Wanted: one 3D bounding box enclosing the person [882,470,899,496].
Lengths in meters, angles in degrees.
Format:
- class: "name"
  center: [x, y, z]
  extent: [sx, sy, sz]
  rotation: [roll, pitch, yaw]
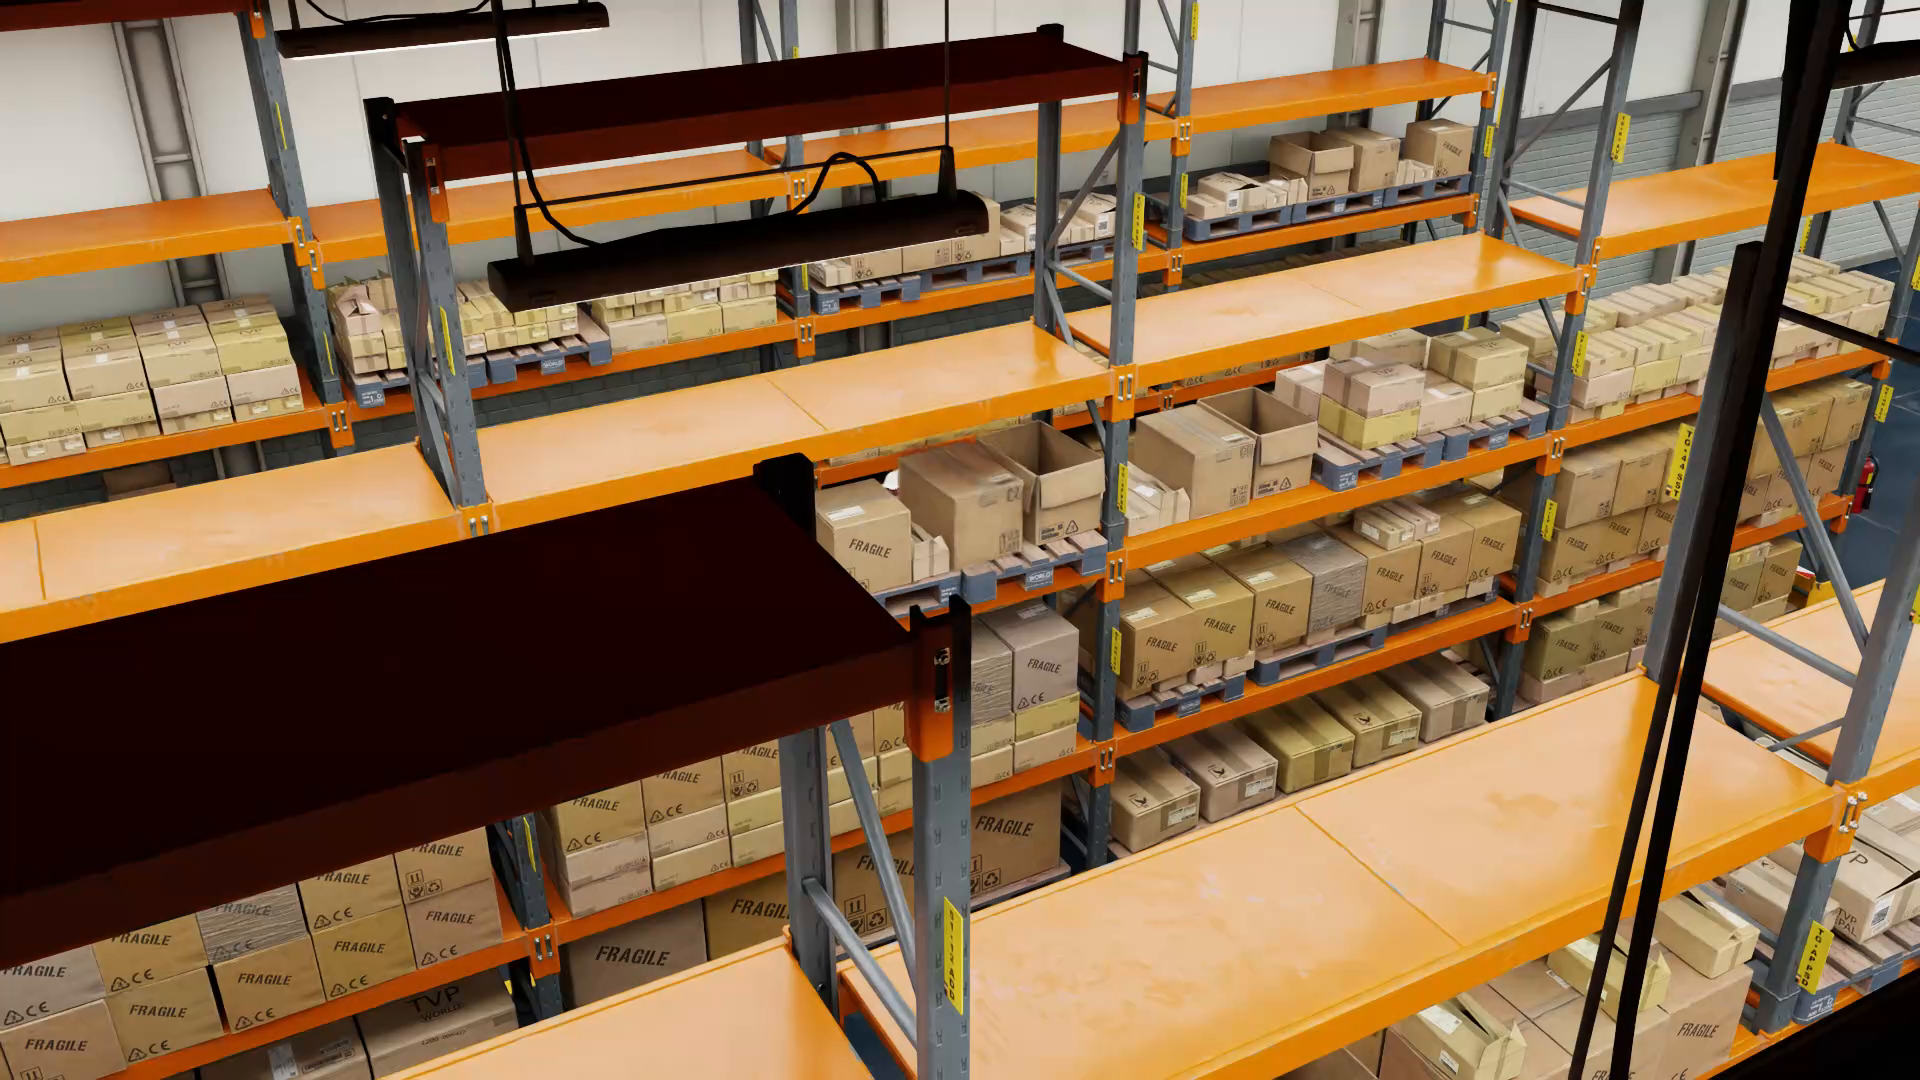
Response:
- class: "person"
  center: [-0.489, 0.181, 14.806]
  extent: [0.531, 1.810, 0.558]
  rotation: [25, 37, 38]
